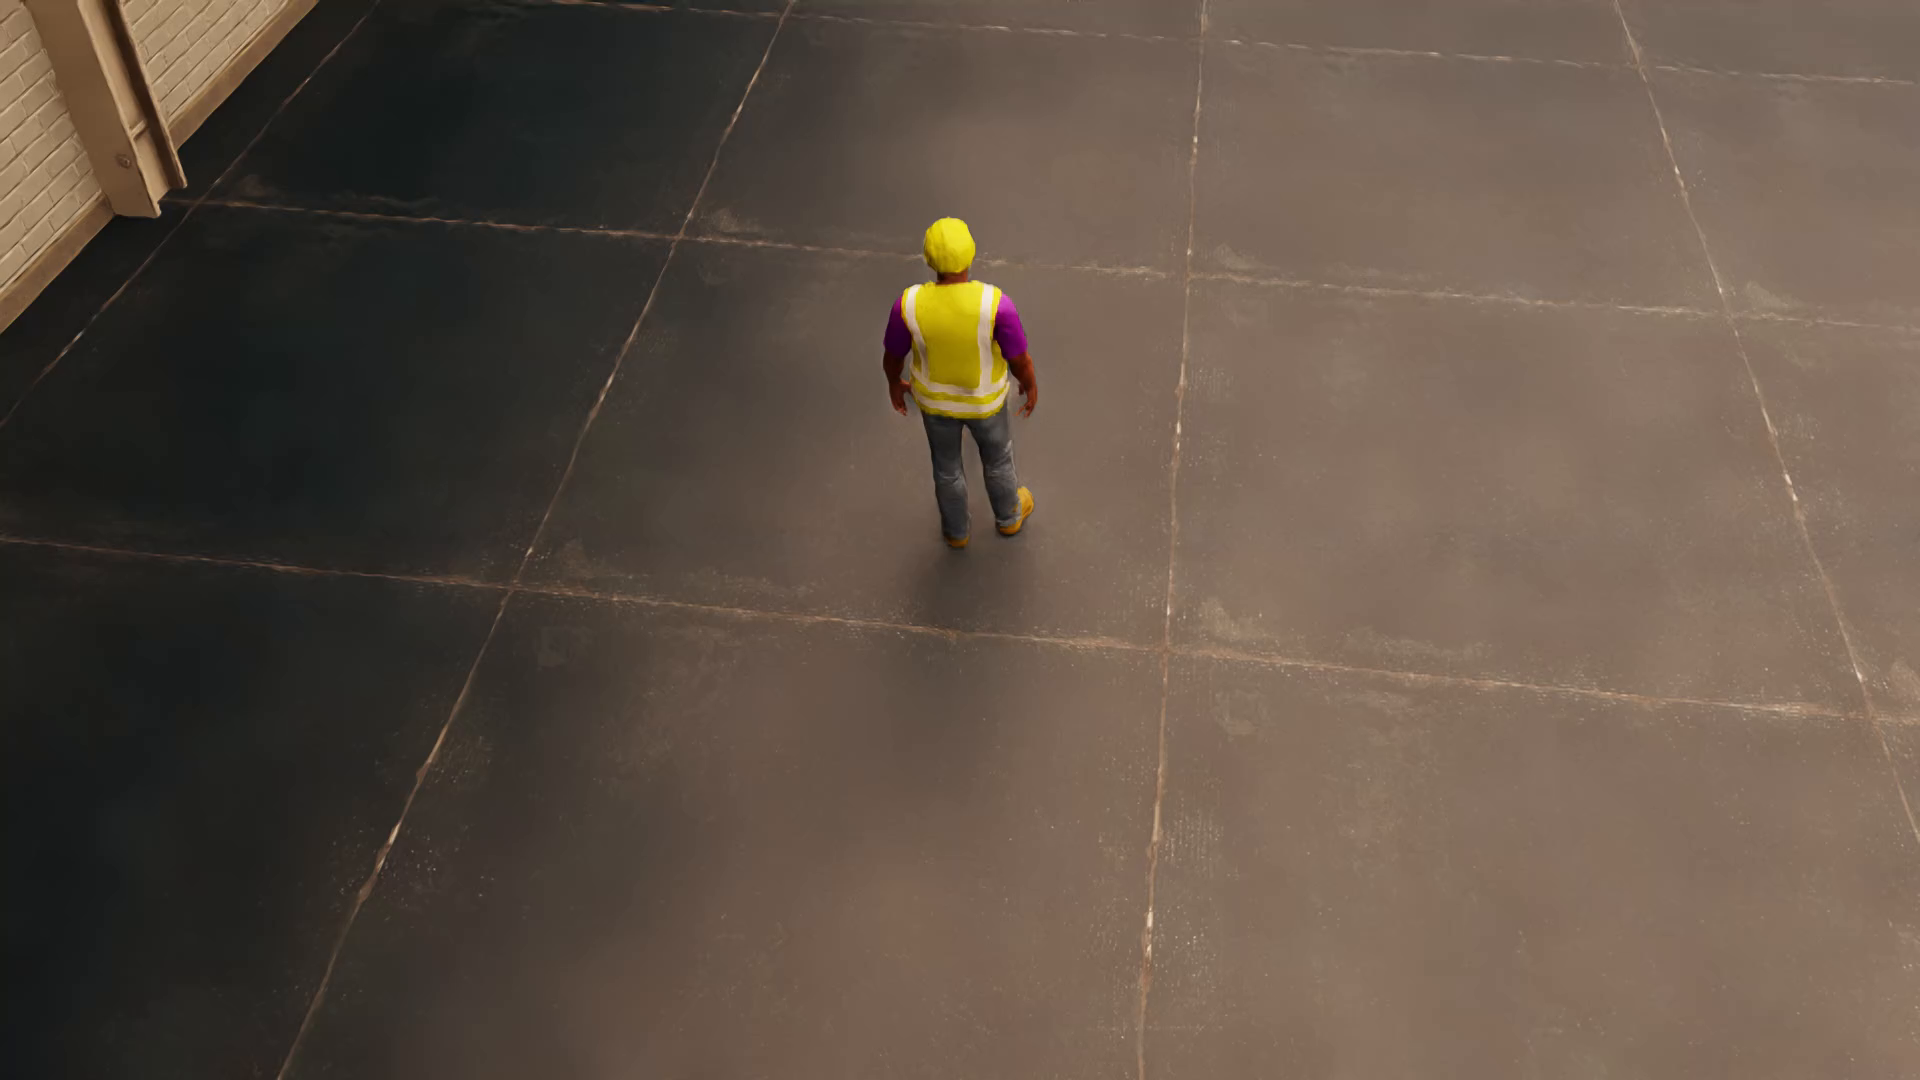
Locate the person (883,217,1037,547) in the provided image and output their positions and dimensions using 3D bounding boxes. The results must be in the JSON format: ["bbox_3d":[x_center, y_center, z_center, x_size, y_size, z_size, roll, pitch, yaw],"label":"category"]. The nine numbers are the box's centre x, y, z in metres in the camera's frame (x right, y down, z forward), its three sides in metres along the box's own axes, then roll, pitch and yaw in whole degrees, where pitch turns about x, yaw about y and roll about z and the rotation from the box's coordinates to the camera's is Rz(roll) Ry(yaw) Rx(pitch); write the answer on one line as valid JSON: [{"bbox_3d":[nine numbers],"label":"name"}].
[{"bbox_3d":[0.014,-0.702,7.339,0.665,1.766,0.576,5,43,6],"label":"person"}]
